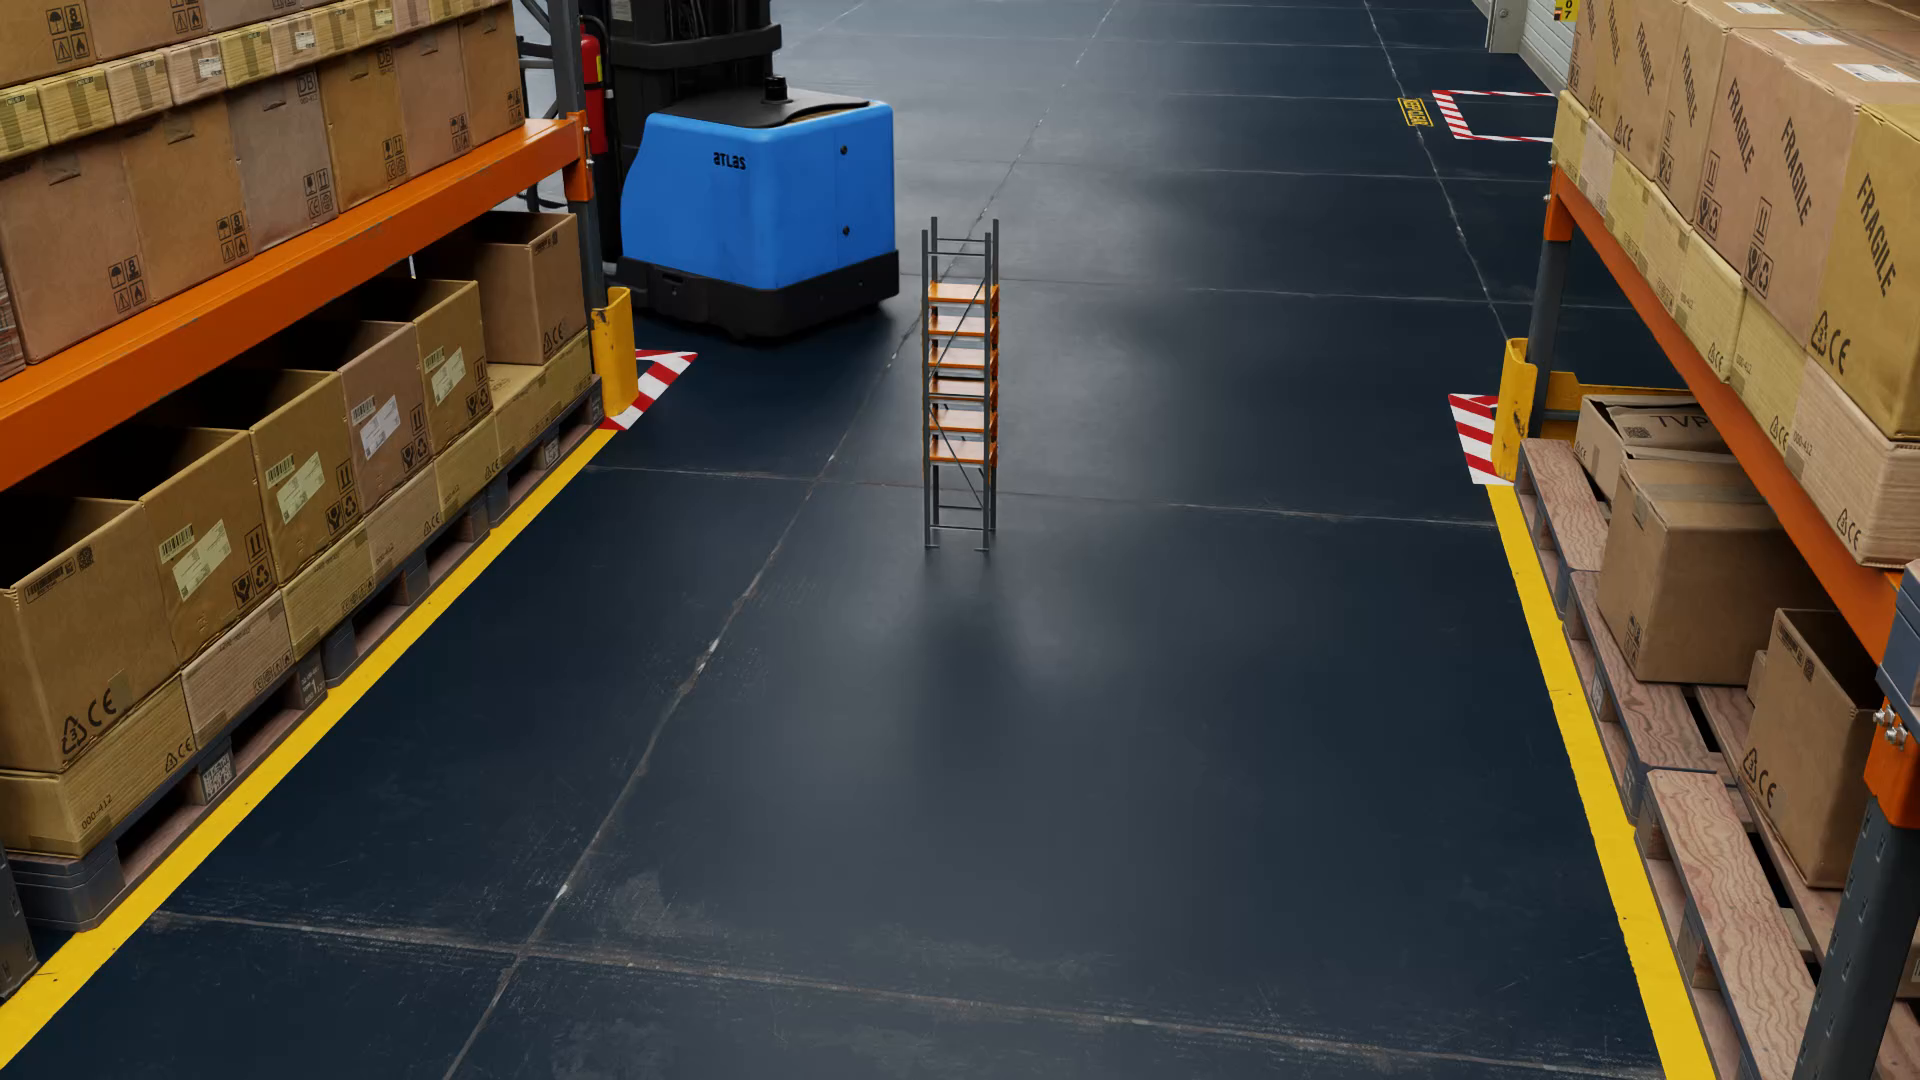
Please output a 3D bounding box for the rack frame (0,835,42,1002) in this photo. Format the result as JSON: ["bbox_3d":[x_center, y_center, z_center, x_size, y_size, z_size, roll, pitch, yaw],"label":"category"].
[{"bbox_3d":[-2.732,-0.330,3.418,1.000,3.000,0.127,4,25,9],"label":"rack frame"}]

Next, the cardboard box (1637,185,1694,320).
[{"bbox_3d":[2.171,-0.779,4.529,0.500,0.250,0.500,4,25,9],"label":"cardboard box"}]

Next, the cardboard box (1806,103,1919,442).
[{"bbox_3d":[1.927,-0.489,3.024,0.500,0.500,0.500,4,25,8],"label":"cardboard box"}]

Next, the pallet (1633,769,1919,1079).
[{"bbox_3d":[2.230,0.991,3.884,1.003,0.211,1.213,4,25,9],"label":"pallet"}]

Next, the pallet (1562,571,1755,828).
[{"bbox_3d":[2.427,0.479,4.977,1.003,0.211,1.213,4,25,9],"label":"pallet"}]

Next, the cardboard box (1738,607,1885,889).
[{"bbox_3d":[2.285,0.507,4.058,0.500,0.500,0.500,2,25,5],"label":"cardboard box"}]

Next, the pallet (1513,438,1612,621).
[{"bbox_3d":[2.629,-0.030,6.064,1.003,0.211,1.213,4,25,9],"label":"pallet"}]

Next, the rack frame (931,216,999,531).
[{"bbox_3d":[0.017,-0.588,6.090,0.240,1.200,0.006,4,25,9],"label":"rack frame"}]

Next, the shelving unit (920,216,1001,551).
[{"bbox_3d":[0.002,-0.549,6.009,0.258,1.200,0.189,4,25,9],"label":"shelving unit"}]

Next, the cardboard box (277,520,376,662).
[{"bbox_3d":[-2.184,0.134,5.173,0.500,0.250,0.500,4,25,9],"label":"cardboard box"}]

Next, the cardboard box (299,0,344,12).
[{"bbox_3d":[-2.338,-1.988,5.312,0.700,0.500,0.500,4,25,9],"label":"cardboard box"}]

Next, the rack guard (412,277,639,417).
[{"bbox_3d":[-2.075,-0.881,7.543,1.175,0.500,0.348,4,25,9],"label":"rack guard"}]

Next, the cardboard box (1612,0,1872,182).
[{"bbox_3d":[2.253,-1.342,4.847,0.500,0.500,0.500,3,25,7],"label":"cardboard box"}]

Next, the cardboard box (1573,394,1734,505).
[{"bbox_3d":[2.607,-0.360,6.134,0.500,0.311,0.500,1,25,3],"label":"cardboard box"}]

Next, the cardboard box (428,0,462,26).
[{"bbox_3d":[-2.036,-1.953,6.001,0.380,0.149,0.250,4,25,8],"label":"cardboard box"}]

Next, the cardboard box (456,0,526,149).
[{"bbox_3d":[-2.168,-1.854,6.555,0.700,0.500,0.500,4,25,9],"label":"cardboard box"}]

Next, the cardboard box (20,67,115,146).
[{"bbox_3d":[-2.375,-1.091,4.160,0.380,0.149,0.250,4,25,8],"label":"cardboard box"}]

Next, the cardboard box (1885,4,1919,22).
[{"bbox_3d":[2.687,-1.094,4.317,0.500,0.500,0.500,4,25,9],"label":"cardboard box"}]

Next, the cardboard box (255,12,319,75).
[{"bbox_3d":[-2.205,-1.521,5.077,0.380,0.149,0.250,4,25,8],"label":"cardboard box"}]

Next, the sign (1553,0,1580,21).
[{"bbox_3d":[2.274,-2.091,6.158,0.100,0.325,0.005,4,25,9],"label":"sign"}]

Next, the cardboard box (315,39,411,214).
[{"bbox_3d":[-2.336,-1.427,5.642,0.700,0.500,0.500,4,25,9],"label":"cardboard box"}]

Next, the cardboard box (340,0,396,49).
[{"bbox_3d":[-2.122,-1.738,5.542,0.380,0.149,0.250,5,26,10],"label":"cardboard box"}]

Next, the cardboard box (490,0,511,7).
[{"bbox_3d":[-1.953,-2.169,6.463,0.380,0.149,0.250,4,25,8],"label":"cardboard box"}]

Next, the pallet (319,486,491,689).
[{"bbox_3d":[-2.364,0.091,5.806,1.003,0.211,1.213,4,25,9],"label":"pallet"}]

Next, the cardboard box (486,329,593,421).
[{"bbox_3d":[-1.875,-0.703,6.963,0.500,0.250,0.500,4,25,9],"label":"cardboard box"}]

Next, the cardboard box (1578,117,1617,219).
[{"bbox_3d":[2.345,-1.203,5.434,0.500,0.250,0.500,3,25,7],"label":"cardboard box"}]

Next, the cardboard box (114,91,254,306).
[{"bbox_3d":[-2.500,-0.992,4.714,0.700,0.500,0.500,4,25,9],"label":"cardboard box"}]

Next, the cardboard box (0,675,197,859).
[{"bbox_3d":[-2.358,0.552,4.281,0.500,0.250,0.500,4,25,9],"label":"cardboard box"}]

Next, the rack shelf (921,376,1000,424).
[{"bbox_3d":[0.002,-0.509,6.027,0.258,0.103,0.180,4,25,9],"label":"rack shelf"}]

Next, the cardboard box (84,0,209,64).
[{"bbox_3d":[-2.502,-1.570,4.418,0.700,0.500,0.500,4,25,8],"label":"cardboard box"}]

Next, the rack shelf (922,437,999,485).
[{"bbox_3d":[0.002,-0.292,6.129,0.258,0.103,0.180,4,25,9],"label":"rack shelf"}]

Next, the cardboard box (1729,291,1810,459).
[{"bbox_3d":[2.023,-0.357,3.627,0.500,0.250,0.500,4,25,9],"label":"cardboard box"}]

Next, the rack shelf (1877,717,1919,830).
[{"bbox_3d":[1.828,1.174,1.053,1.077,0.370,4.000,4,25,9],"label":"rack shelf"}]

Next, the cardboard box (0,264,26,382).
[{"bbox_3d":[-2.666,-0.562,3.794,0.700,0.500,0.500,3,25,7],"label":"cardboard box"}]

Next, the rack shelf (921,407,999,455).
[{"bbox_3d":[0.002,-0.401,6.078,0.258,0.103,0.180,4,25,9],"label":"rack shelf"}]

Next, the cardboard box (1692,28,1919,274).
[{"bbox_3d":[2.096,-0.908,3.920,0.500,0.500,0.500,3,25,7],"label":"cardboard box"}]

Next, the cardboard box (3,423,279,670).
[{"bbox_3d":[-2.274,0.003,4.568,0.500,0.500,0.500,4,25,9],"label":"cardboard box"}]

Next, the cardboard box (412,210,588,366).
[{"bbox_3d":[-1.873,-1.043,6.803,0.500,0.500,0.500,4,25,9],"label":"cardboard box"}]

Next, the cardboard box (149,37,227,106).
[{"bbox_3d":[-2.291,-1.308,4.622,0.380,0.149,0.250,3,25,7],"label":"cardboard box"}]

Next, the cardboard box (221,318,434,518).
[{"bbox_3d":[-2.105,-0.415,5.461,0.500,0.500,0.500,4,25,9],"label":"cardboard box"}]

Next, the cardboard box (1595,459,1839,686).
[{"bbox_3d":[2.345,0.096,4.936,0.700,0.500,0.500,2,25,5],"label":"cardboard box"}]

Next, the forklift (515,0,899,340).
[{"bbox_3d":[-1.803,-2.815,8.807,3.031,2.935,1.130,18,31,34],"label":"forklift"}]

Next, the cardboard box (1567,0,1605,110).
[{"bbox_3d":[2.434,-1.764,5.748,0.500,0.500,0.500,4,25,9],"label":"cardboard box"}]

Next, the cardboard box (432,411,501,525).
[{"bbox_3d":[-2.025,-0.284,6.067,0.500,0.250,0.500,4,25,9],"label":"cardboard box"}]

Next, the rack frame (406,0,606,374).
[{"bbox_3d":[-2.079,-2.003,6.992,1.000,3.000,0.127,4,25,9],"label":"rack frame"}]
